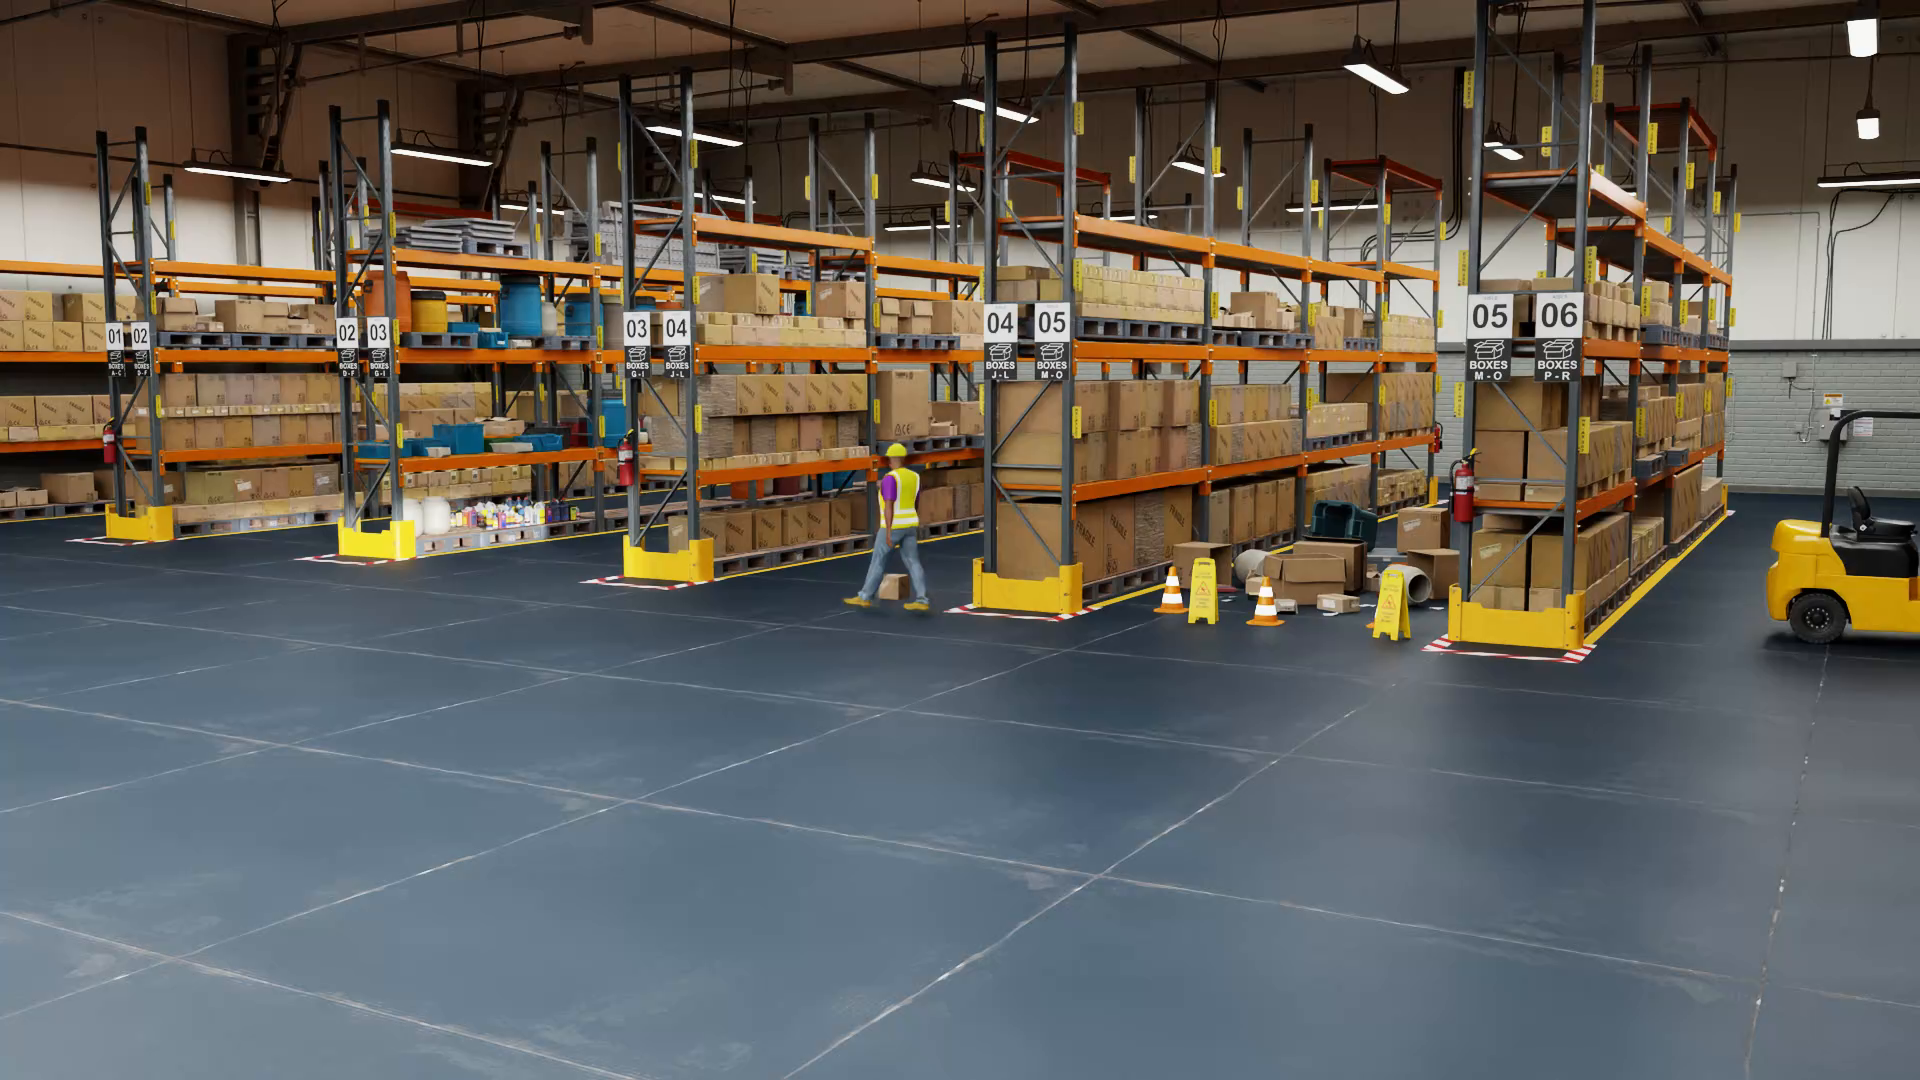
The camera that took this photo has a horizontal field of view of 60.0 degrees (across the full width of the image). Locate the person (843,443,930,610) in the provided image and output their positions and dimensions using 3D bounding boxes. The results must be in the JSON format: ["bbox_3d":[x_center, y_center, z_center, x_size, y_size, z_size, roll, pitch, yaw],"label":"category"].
[{"bbox_3d":[-0.696,-0.149,17.293,0.953,1.715,0.627,6,8,43],"label":"person"}]
